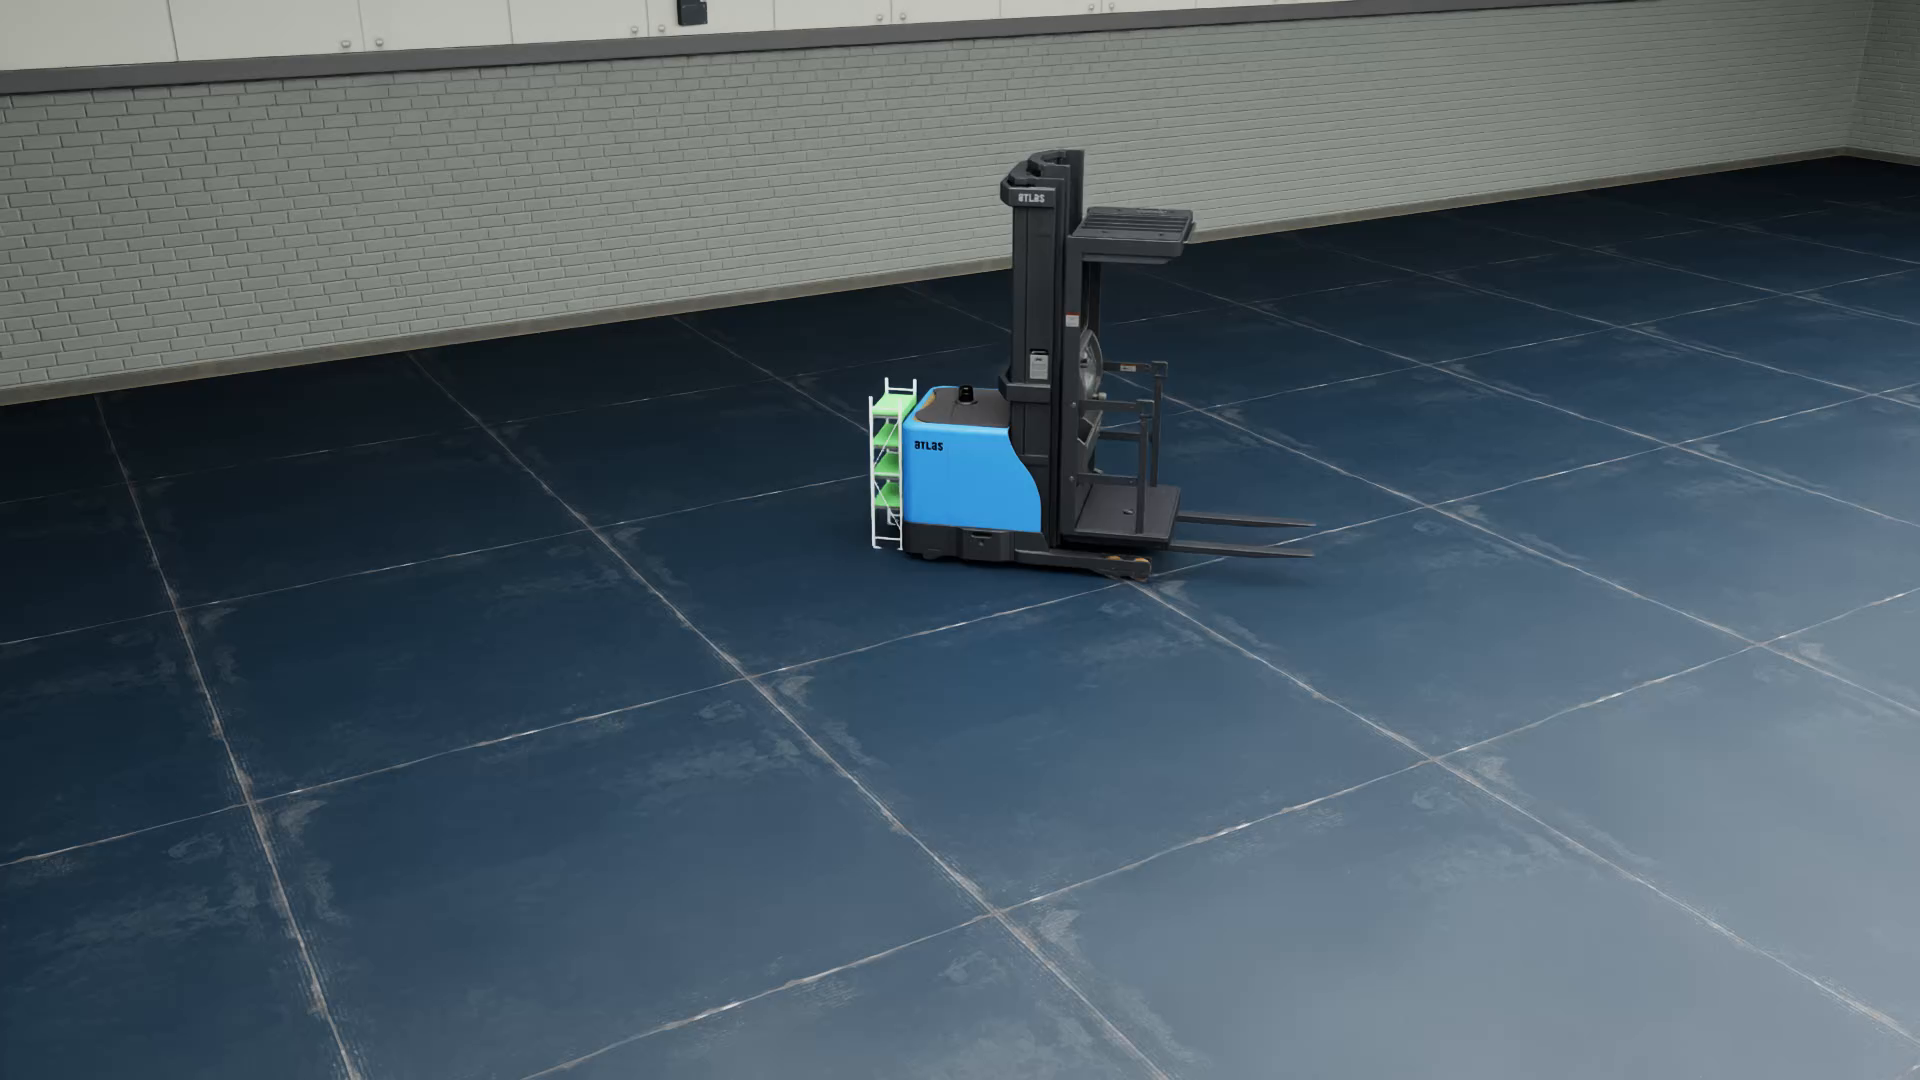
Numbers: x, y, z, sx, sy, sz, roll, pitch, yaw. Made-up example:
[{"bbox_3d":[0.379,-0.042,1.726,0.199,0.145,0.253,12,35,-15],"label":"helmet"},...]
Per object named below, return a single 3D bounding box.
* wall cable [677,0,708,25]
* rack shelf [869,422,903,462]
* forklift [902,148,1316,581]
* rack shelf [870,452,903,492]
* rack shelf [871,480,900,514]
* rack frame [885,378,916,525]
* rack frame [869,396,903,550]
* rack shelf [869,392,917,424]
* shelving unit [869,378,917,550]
[{"bbox_3d":[-2.056,-8.617,17.545,2.305,6.003,0.169,-13,25,-28],"label":"wall cable"},{"bbox_3d":[-0.501,-0.744,12.580,0.258,0.148,0.480,4,23,11],"label":"rack shelf"},{"bbox_3d":[1.136,-1.278,12.063,3.031,2.935,1.130,5,23,11],"label":"forklift"},{"bbox_3d":[-0.501,-0.521,12.670,0.258,0.148,0.480,4,23,11],"label":"rack shelf"},{"bbox_3d":[-0.501,-0.299,12.760,0.258,0.148,0.480,4,23,11],"label":"rack shelf"},{"bbox_3d":[-0.452,-0.670,12.867,0.240,1.200,0.015,4,23,11],"label":"rack frame"},{"bbox_3d":[-0.549,-0.490,12.424,0.240,1.200,0.015,4,23,11],"label":"rack frame"},{"bbox_3d":[-0.501,-0.966,12.489,0.258,0.148,0.480,4,23,11],"label":"rack shelf"},{"bbox_3d":[-0.501,-0.580,12.646,0.258,1.200,0.503,4,23,11],"label":"shelving unit"}]
